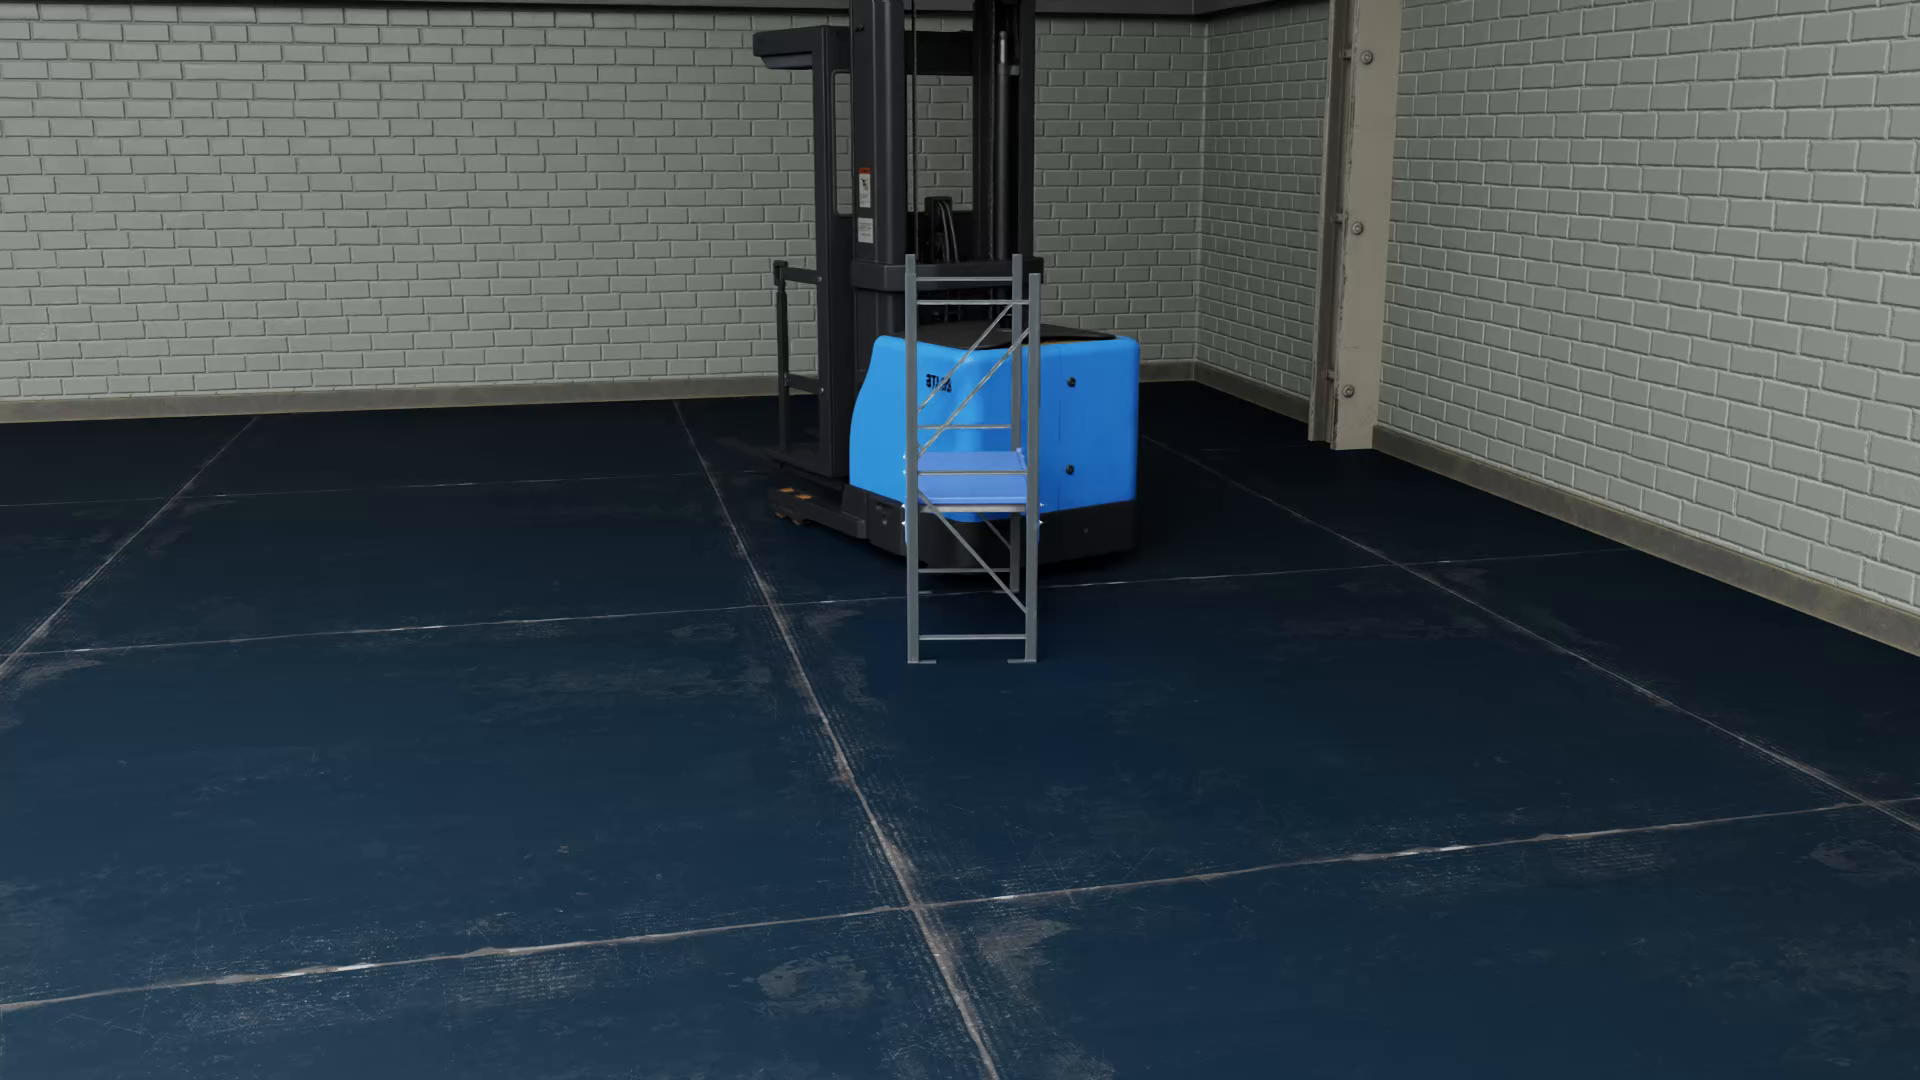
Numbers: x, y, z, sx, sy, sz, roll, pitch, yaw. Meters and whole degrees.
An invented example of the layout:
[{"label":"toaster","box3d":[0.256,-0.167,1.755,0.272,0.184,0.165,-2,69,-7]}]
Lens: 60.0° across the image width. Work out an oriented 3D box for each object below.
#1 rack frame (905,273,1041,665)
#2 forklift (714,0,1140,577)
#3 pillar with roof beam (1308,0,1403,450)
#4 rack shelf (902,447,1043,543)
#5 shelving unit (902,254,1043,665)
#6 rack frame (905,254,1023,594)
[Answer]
[{"label":"rack frame","box3d":[0.048,-0.251,6.294,0.500,1.500,0.032,0,14,-2]},{"label":"forklift","box3d":[-0.367,-1.554,8.611,1.130,2.935,3.031,-9,16,-32]},{"label":"pillar with roof beam","box3d":[-1.649,-4.771,8.996,9.100,9.000,0.400,-3,14,-13]},{"label":"rack shelf","box3d":[0.032,-0.197,6.830,0.538,0.185,1.000,0,14,-2]},{"label":"shelving unit","box3d":[0.032,-0.371,6.787,0.538,1.500,1.048,0,14,-2]},{"label":"rack frame","box3d":[0.017,-0.492,7.281,0.500,1.500,0.032,0,14,-2]}]
